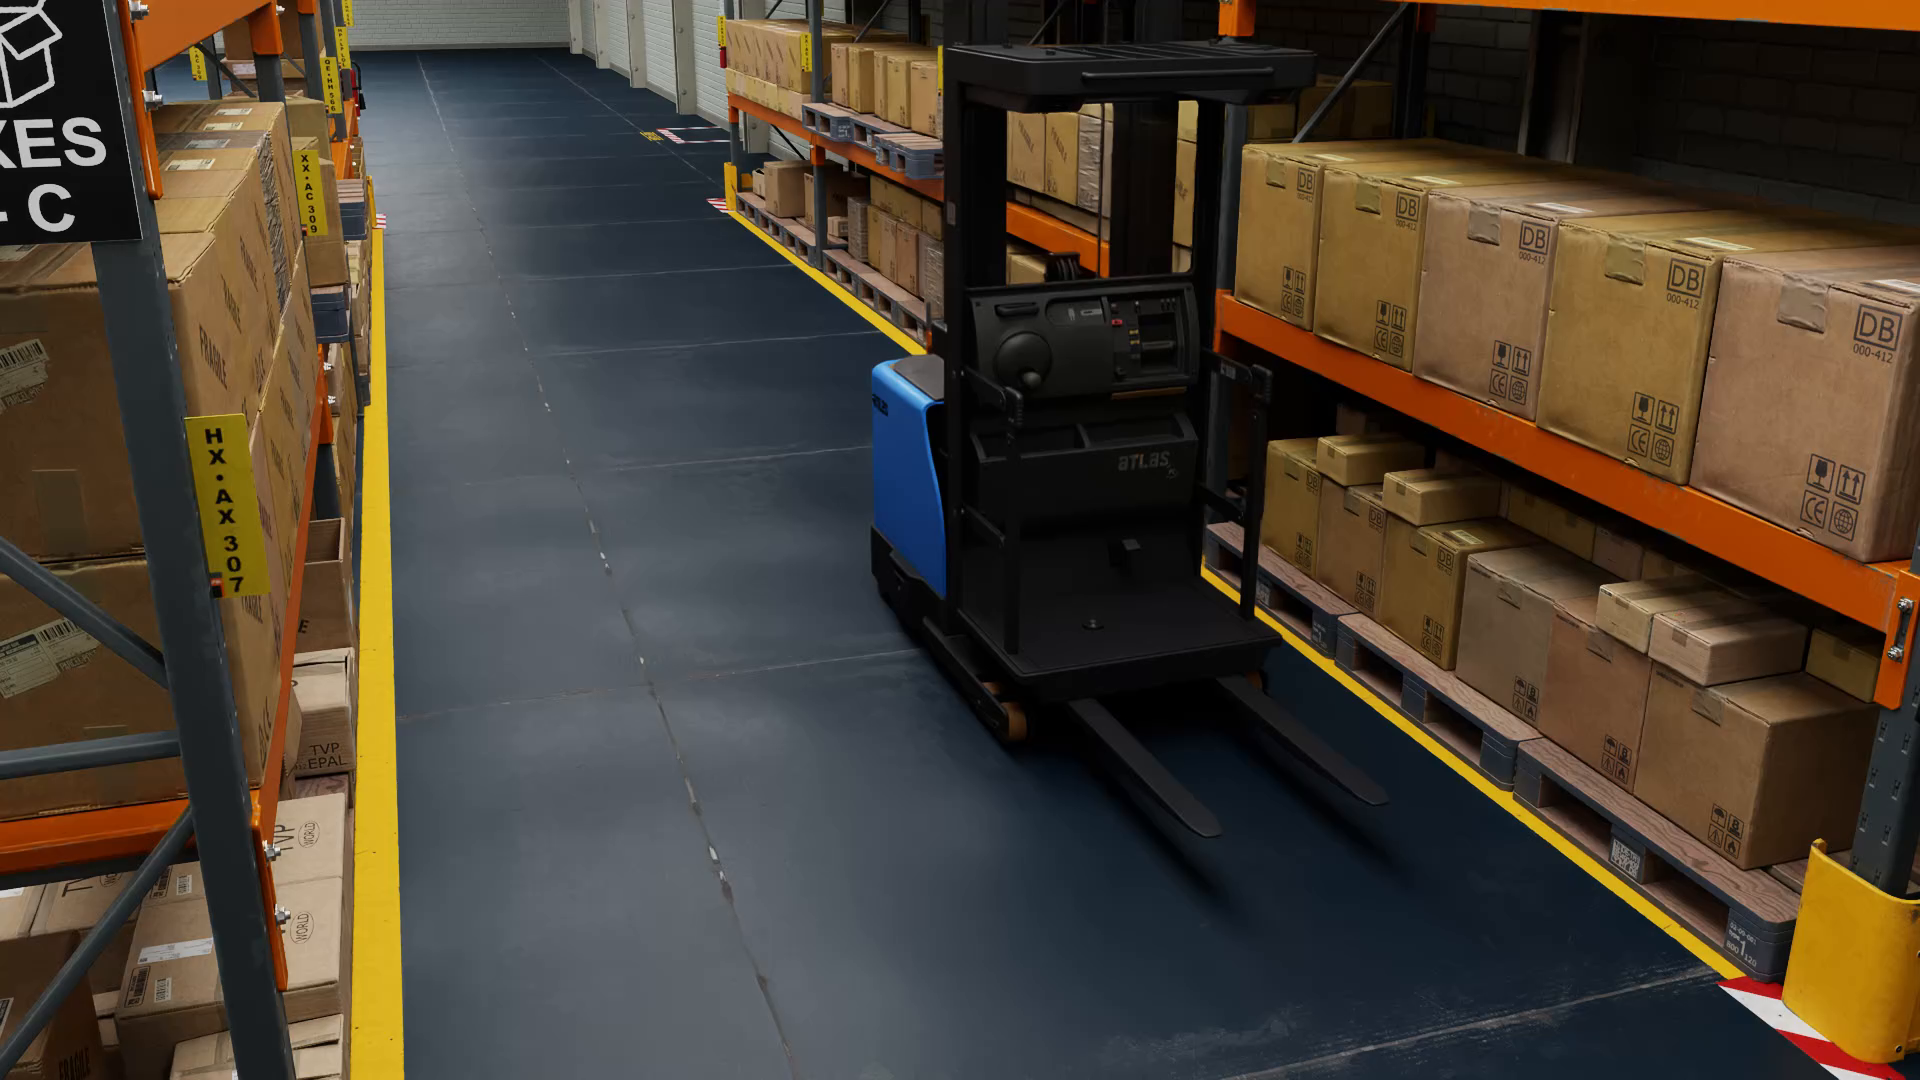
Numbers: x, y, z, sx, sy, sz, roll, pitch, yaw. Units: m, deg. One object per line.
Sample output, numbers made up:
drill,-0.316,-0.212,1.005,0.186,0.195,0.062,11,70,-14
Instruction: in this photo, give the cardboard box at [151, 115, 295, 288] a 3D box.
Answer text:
cardboard box,-2.462,-1.092,5.393,0.500,0.500,0.500,-7,21,-18

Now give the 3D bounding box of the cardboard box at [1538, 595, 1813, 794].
cardboard box,2.456,0.487,5.701,0.700,0.500,0.500,-6,21,-17

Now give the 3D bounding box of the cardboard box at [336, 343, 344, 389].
cardboard box,-3.423,-0.920,8.478,0.500,0.250,0.500,-7,21,-18

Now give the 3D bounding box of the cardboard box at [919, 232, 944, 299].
cardboard box,0.087,-2.119,12.924,0.700,0.500,0.500,-6,21,-17

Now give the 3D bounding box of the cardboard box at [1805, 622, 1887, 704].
cardboard box,2.843,0.361,5.091,0.380,0.149,0.250,-6,21,-17

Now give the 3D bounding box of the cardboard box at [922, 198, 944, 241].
cardboard box,0.019,-2.483,12.831,0.500,0.250,0.500,-6,21,-16

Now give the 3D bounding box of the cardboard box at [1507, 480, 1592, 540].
cardboard box,2.364,-0.127,6.450,0.380,0.149,0.250,-7,21,-18

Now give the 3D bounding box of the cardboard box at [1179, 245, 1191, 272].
cardboard box,1.296,-1.371,8.137,0.380,0.149,0.250,-6,21,-17

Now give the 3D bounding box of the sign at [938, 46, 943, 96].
sign,-0.098,-3.132,11.102,0.100,0.325,0.005,-6,21,-17

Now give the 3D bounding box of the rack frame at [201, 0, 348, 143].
rack frame,-5.545,-3.441,13.559,1.000,3.000,0.127,-6,21,-17

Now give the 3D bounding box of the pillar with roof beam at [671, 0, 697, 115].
pillar with roof beam,-8.918,-11.336,26.665,9.100,9.000,0.400,-6,21,-17

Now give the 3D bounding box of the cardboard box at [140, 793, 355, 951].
cardboard box,-1.989,0.972,4.691,0.500,0.250,0.500,-6,21,-17

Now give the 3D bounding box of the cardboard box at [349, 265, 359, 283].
cardboard box,-4.346,-1.692,11.306,0.500,0.311,0.500,-7,21,-19

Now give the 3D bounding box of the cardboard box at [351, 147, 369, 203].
cardboard box,-6.023,-3.521,16.119,0.500,0.500,0.500,-6,21,-17

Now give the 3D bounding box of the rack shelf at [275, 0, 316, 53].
rack shelf,-3.659,-2.589,7.813,1.077,0.370,4.000,-6,21,-17

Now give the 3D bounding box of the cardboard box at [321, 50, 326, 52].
cardboard box,-5.767,-4.228,14.642,0.380,0.149,0.250,-7,21,-19

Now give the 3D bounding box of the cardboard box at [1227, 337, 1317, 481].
cardboard box,1.344,-0.782,8.715,0.750,0.750,0.750,-6,21,-17

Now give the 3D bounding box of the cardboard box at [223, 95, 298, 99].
cardboard box,-4.996,-2.910,11.933,0.500,0.500,0.500,-6,21,-17

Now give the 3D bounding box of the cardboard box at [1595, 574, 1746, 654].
cardboard box,2.319,0.238,5.433,0.380,0.149,0.250,-6,21,-16

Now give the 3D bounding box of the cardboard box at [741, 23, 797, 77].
cardboard box,-1.933,-5.032,17.073,0.500,0.500,0.500,-7,21,-19

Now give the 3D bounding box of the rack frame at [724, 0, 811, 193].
rack frame,-2.100,-5.252,18.601,1.000,3.000,0.127,-6,21,-17

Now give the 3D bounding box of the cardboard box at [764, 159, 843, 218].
cardboard box,-1.606,-3.627,17.125,0.700,0.500,0.500,-8,21,-21

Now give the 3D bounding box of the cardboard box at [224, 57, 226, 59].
cardboard box,-5.909,-3.937,13.833,0.380,0.149,0.250,-7,21,-18

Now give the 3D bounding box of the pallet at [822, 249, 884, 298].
pallet,-0.597,-2.406,14.804,1.003,0.211,1.213,-6,21,-17

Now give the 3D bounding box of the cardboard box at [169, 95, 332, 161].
cardboard box,-3.982,-2.212,9.368,0.700,0.500,0.500,-15,24,-35

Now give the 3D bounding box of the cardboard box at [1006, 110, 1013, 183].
cardboard box,0.480,-2.529,10.403,0.500,0.500,0.500,-6,21,-15

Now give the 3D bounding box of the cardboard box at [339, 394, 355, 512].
cardboard box,-3.279,-0.416,8.186,0.500,0.500,0.500,-6,21,-17

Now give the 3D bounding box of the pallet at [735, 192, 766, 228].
pallet,-1.855,-3.651,18.268,1.003,0.211,1.213,-6,21,-17

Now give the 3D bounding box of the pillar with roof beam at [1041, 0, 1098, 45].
pillar with roof beam,-3.260,-5.560,10.583,9.100,9.000,0.400,-6,21,-17

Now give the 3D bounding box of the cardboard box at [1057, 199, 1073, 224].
cardboard box,0.790,-1.955,9.763,0.380,0.149,0.250,-6,21,-17

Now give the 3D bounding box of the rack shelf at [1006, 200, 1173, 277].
rack shelf,1.043,-1.704,9.788,1.077,0.370,4.000,-6,21,-17

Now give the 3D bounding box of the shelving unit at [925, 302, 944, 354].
shelving unit,0.033,-0.523,8.099,0.258,1.200,0.503,-7,21,-19

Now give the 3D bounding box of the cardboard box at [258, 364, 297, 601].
cardboard box,-1.984,-0.134,4.204,0.500,0.500,0.500,-6,21,-17

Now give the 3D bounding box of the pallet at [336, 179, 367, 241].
pallet,-4.008,-1.857,9.433,1.213,0.211,1.003,-6,21,-17

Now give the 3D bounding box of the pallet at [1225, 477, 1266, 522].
pallet,1.357,-0.328,9.018,1.003,0.211,1.213,-6,21,-17

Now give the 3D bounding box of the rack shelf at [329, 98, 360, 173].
rack shelf,-6.173,-3.744,15.467,1.077,0.370,4.000,-6,21,-17

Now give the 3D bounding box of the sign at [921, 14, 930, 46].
sign,-0.317,-4.573,14.999,0.100,0.325,0.005,-6,21,-17

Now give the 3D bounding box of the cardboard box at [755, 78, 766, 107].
cardboard box,-1.760,-4.509,16.724,0.500,0.250,0.500,-6,21,-17

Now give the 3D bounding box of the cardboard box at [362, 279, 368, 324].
cardboard box,-4.662,-1.752,12.303,0.500,0.250,0.500,-6,21,-16

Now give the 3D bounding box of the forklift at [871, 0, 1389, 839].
forklift,0.565,-0.763,6.205,1.130,2.935,3.031,-7,21,-19

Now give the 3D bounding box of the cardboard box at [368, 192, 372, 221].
cardboard box,-6.184,-3.328,16.691,0.500,0.250,0.500,-6,21,-17

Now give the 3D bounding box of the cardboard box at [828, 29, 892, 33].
cardboard box,-0.952,-4.600,15.868,0.500,0.500,0.500,-7,21,-18

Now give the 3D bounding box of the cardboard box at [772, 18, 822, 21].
cardboard box,-1.750,-5.415,18.138,0.500,0.500,0.500,-7,21,-18

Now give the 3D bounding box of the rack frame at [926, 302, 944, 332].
rack frame,-0.051,-0.601,8.314,0.240,1.200,0.015,-7,21,-19

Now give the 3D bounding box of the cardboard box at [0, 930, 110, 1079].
cardboard box,-2.178,1.231,3.599,0.500,0.500,0.500,-6,21,-17

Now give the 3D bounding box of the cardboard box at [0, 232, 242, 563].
cardboard box,-1.662,-0.278,3.126,0.500,0.500,0.500,-6,21,-16

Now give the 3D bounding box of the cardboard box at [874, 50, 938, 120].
cardboard box,-0.310,-3.667,13.391,0.700,0.500,0.500,-4,20,-10

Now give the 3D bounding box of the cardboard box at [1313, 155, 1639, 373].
cardboard box,2.051,-1.132,6.686,0.980,0.700,0.700,-7,21,-19

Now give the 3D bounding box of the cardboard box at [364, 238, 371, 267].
cardboard box,-5.403,-2.525,14.457,0.500,0.250,0.500,-6,21,-17

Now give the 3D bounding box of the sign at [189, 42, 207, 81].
sign,-6.071,-3.826,13.233,0.100,0.325,0.005,-6,21,-17

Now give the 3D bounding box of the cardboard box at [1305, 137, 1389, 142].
cardboard box,1.766,-1.772,8.295,0.500,0.500,0.500,-7,21,-19

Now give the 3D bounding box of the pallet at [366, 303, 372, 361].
pallet,-4.889,-1.504,12.292,1.003,0.211,1.213,-6,21,-17
